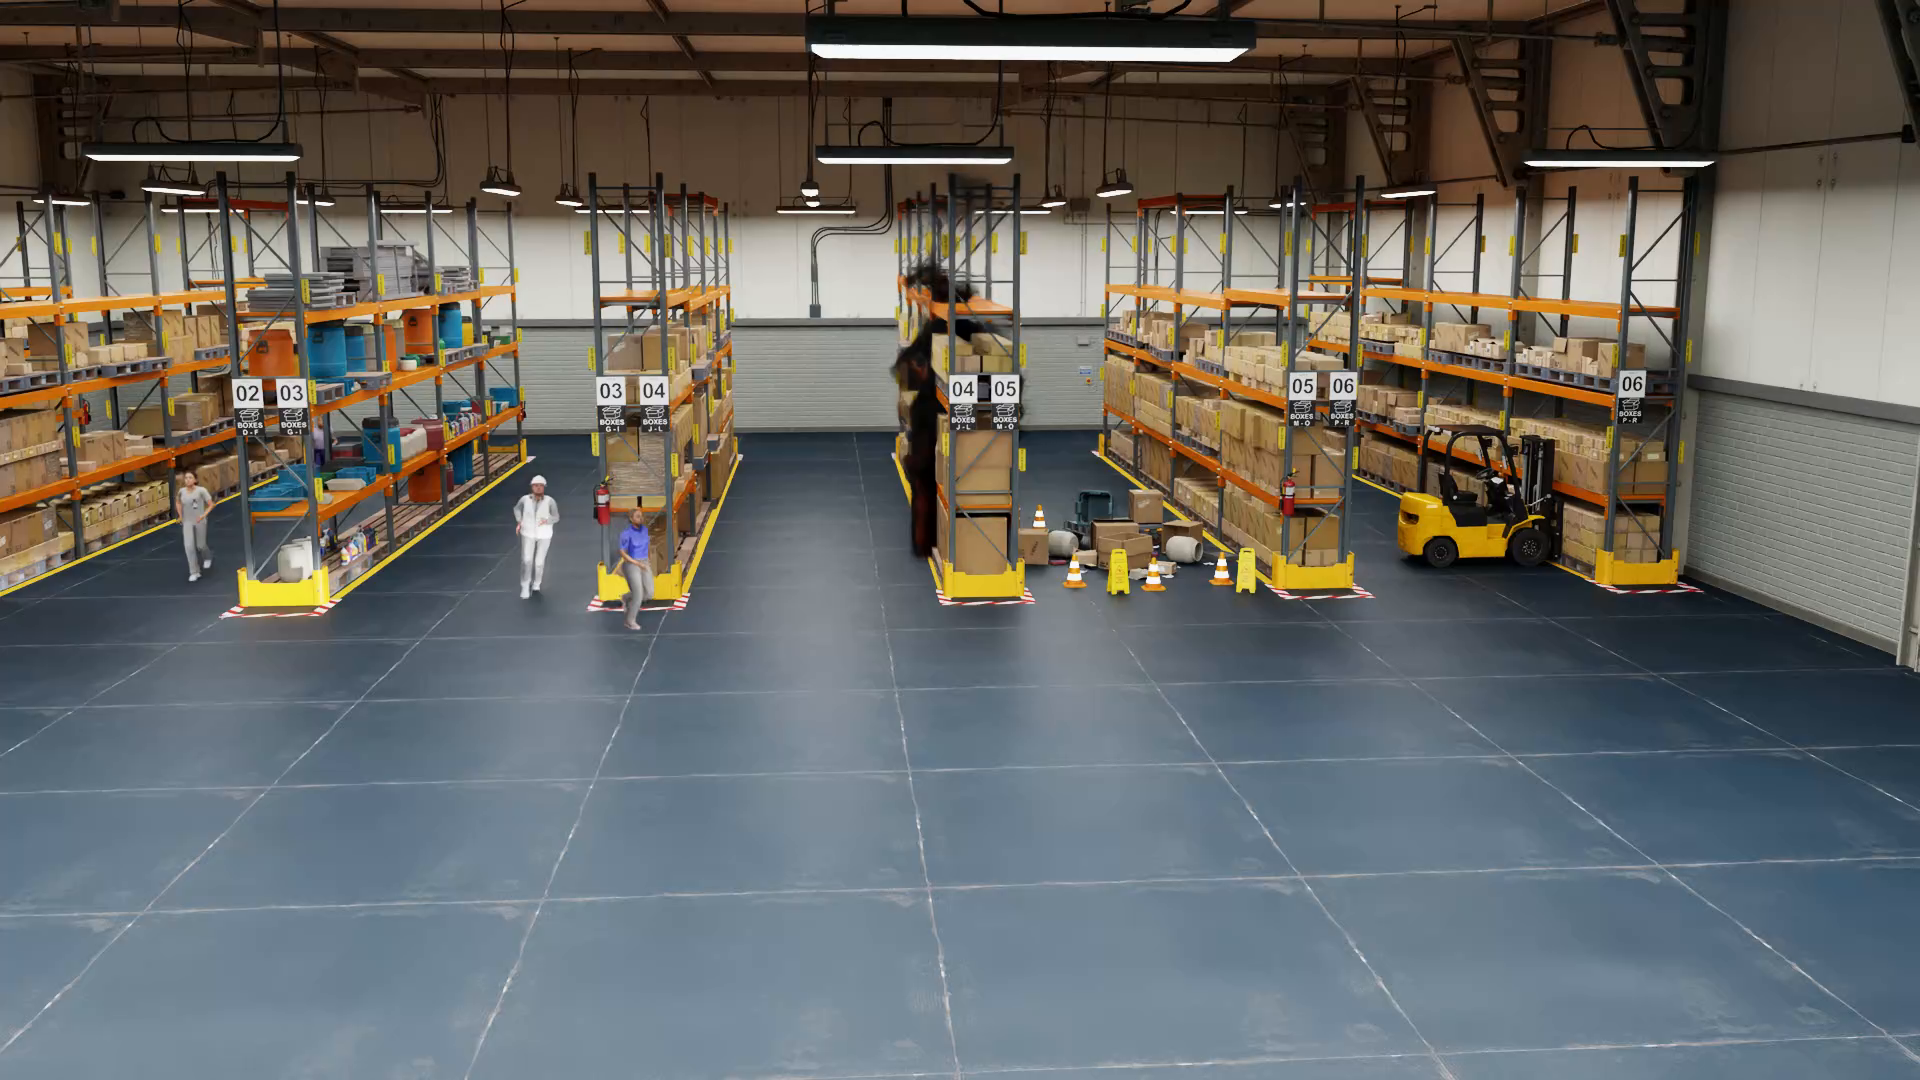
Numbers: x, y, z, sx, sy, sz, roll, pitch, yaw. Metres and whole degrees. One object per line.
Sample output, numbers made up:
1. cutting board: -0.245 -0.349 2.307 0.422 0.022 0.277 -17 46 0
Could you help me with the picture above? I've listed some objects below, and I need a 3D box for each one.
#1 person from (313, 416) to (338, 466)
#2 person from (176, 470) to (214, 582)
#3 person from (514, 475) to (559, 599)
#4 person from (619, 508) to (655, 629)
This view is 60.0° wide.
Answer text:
1. person: -13.017 -1.736 33.966 0.608 1.602 0.549 -4 11 -20
2. person: -11.676 -0.249 25.409 0.579 1.667 0.850 -2 10 -9
3. person: -6.108 -0.042 24.025 0.638 1.802 0.738 -2 10 -13
4. person: -4.271 0.375 22.028 0.611 1.623 0.603 7 12 35
